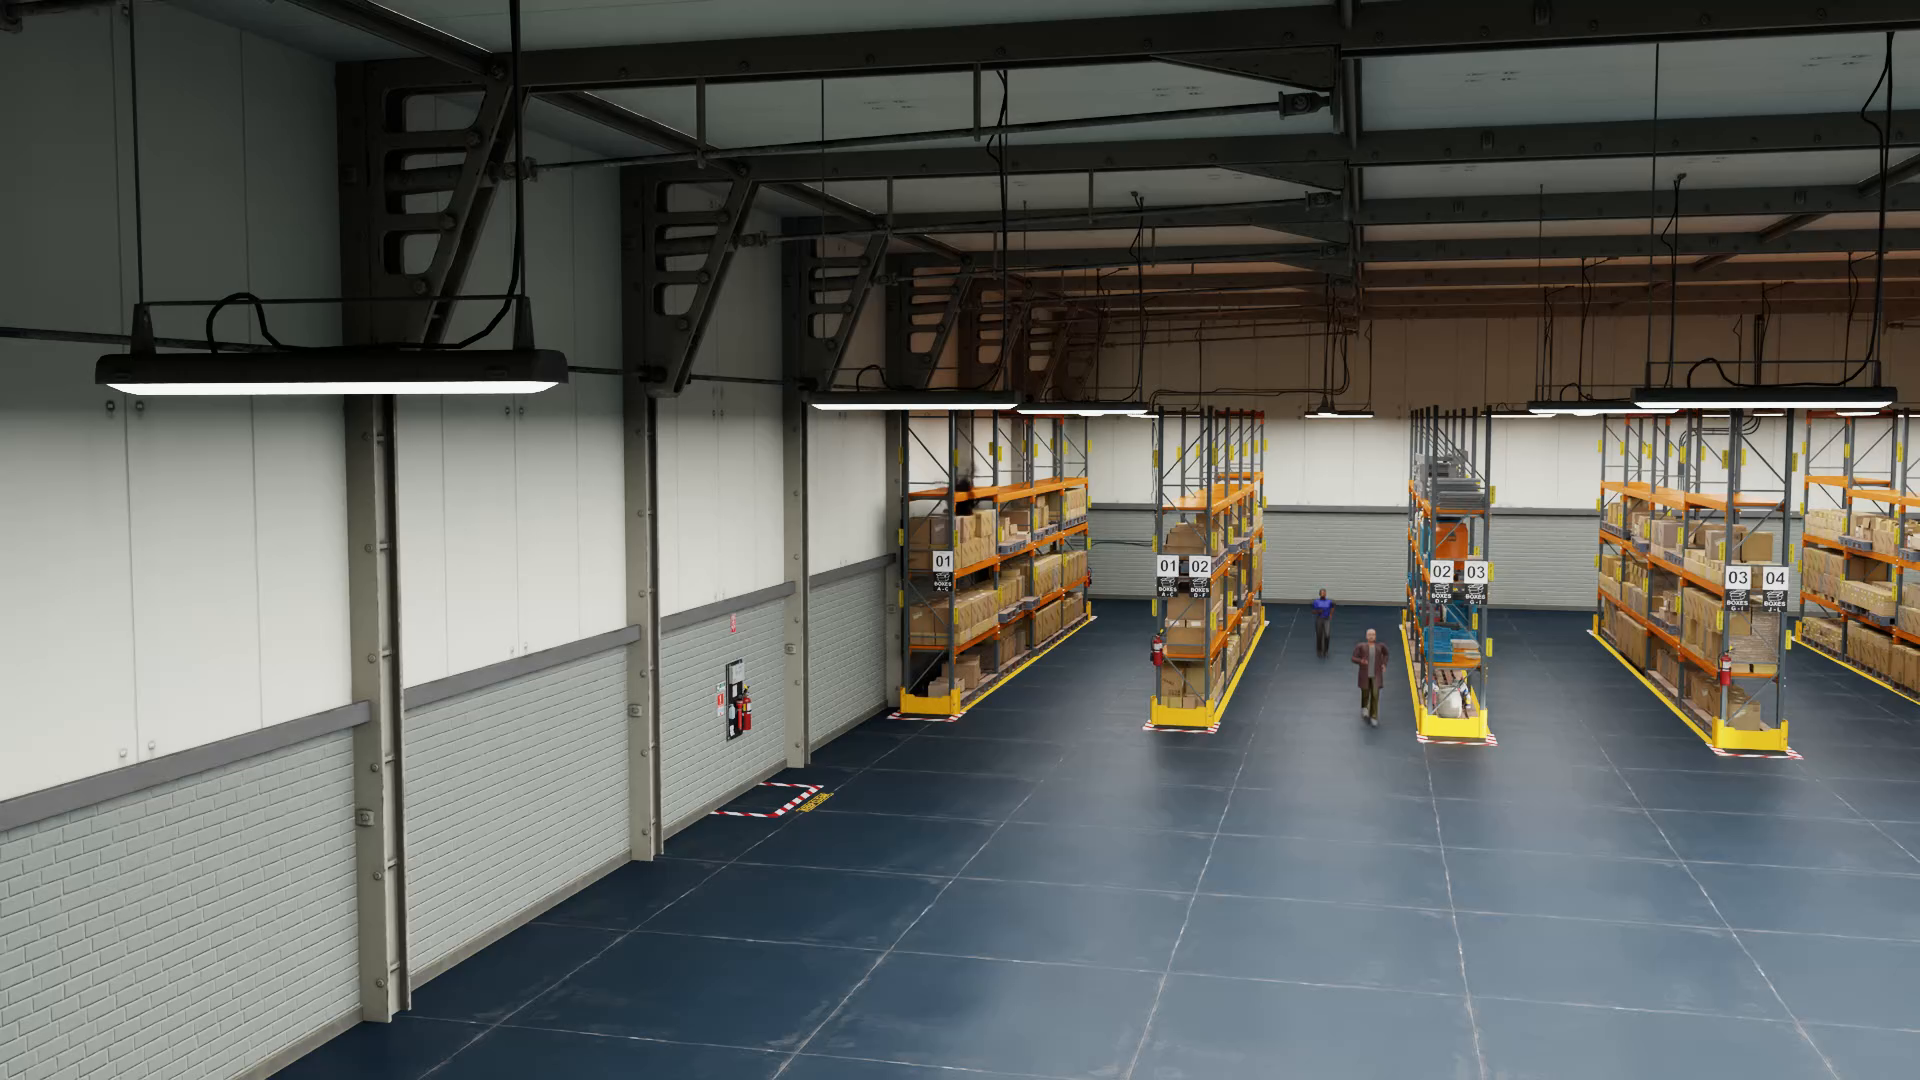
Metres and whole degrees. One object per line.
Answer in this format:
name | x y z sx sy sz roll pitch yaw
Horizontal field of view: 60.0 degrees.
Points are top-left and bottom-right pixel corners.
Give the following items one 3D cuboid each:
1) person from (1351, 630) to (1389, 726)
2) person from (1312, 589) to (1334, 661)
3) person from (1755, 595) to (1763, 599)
person | 7.732 2.570 31.304 0.713 1.747 1.024 1 4 9
person | 8.738 2.021 40.032 0.560 1.713 0.742 0 4 7
person | 20.192 1.870 41.766 0.700 1.734 0.547 1 4 15
